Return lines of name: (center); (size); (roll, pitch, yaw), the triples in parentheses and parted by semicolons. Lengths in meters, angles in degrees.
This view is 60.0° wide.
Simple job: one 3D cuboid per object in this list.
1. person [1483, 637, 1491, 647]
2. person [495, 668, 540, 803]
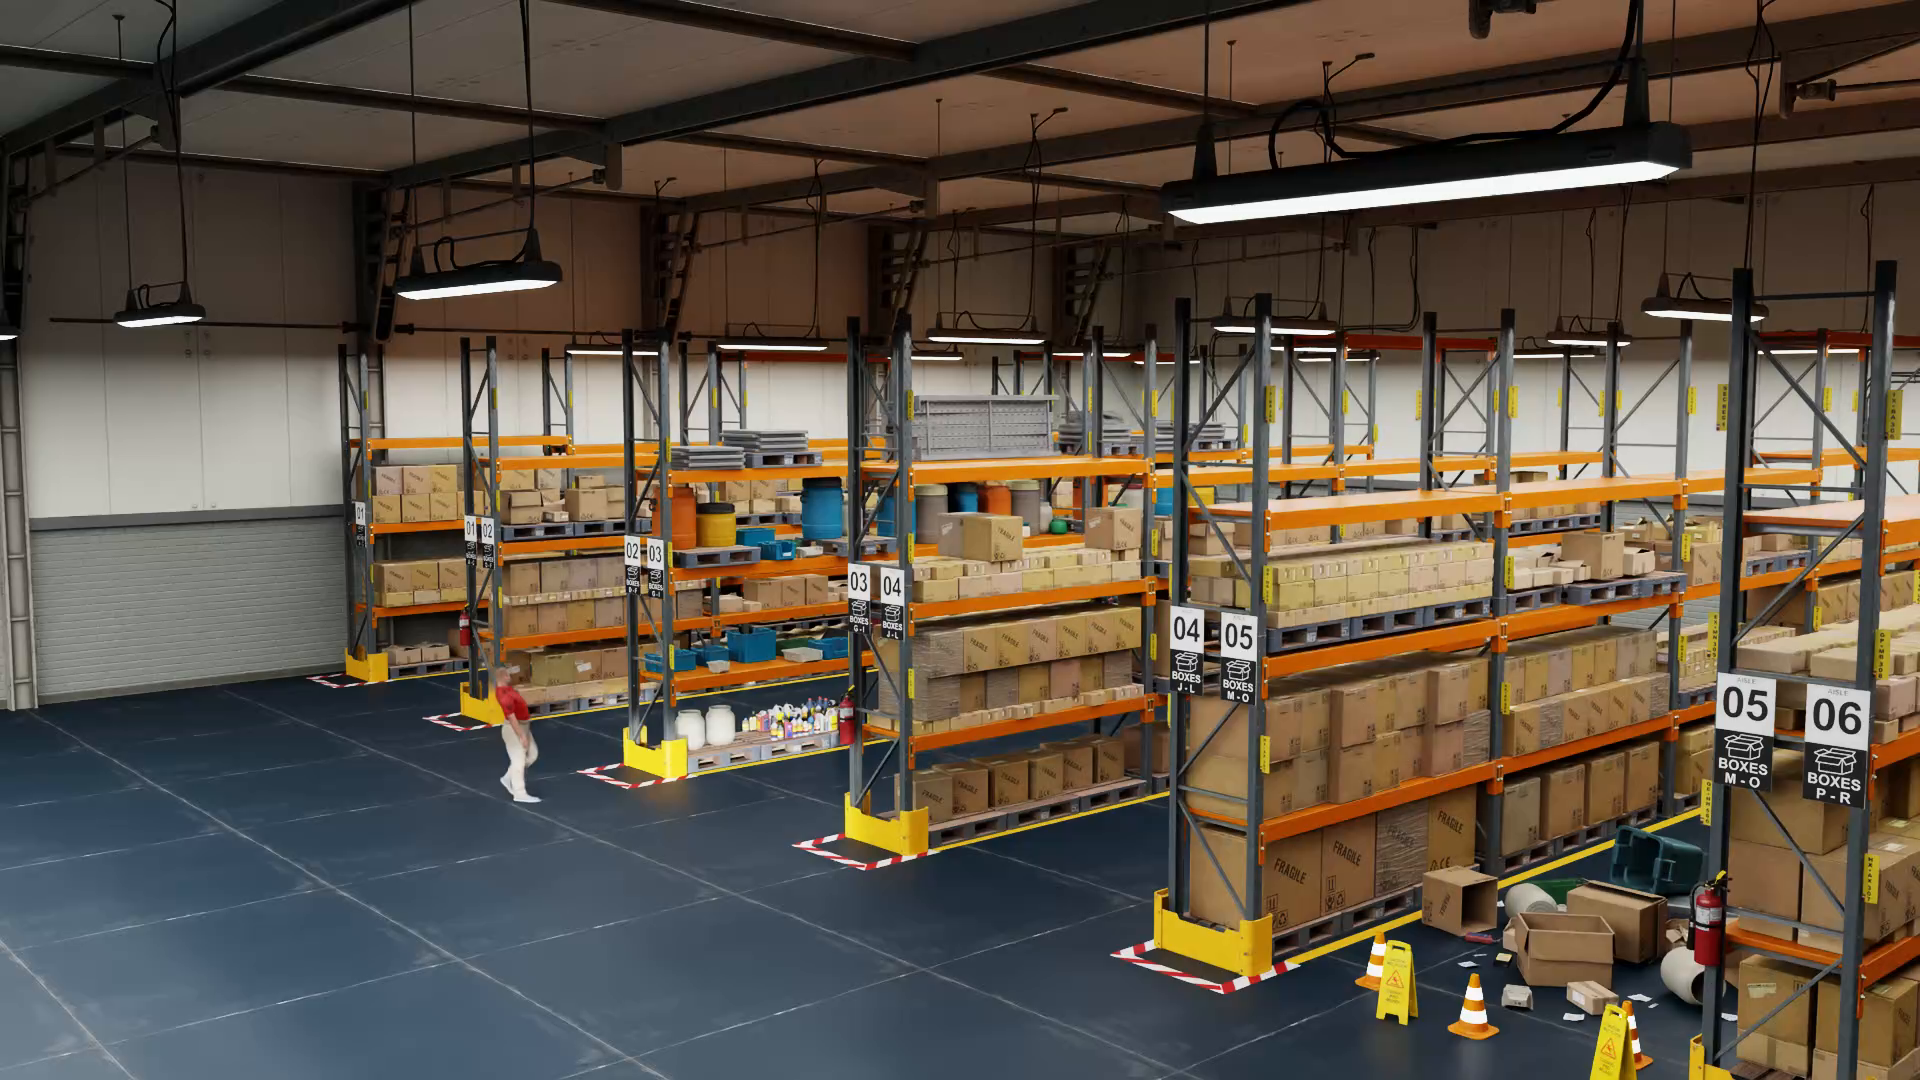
person: (7.598, 2.183, 23.880); (0.353, 1.695, 0.480); (5, 7, 42)
person: (-5.593, 2.444, 21.026); (0.566, 1.705, 0.636); (0, 5, -5)
